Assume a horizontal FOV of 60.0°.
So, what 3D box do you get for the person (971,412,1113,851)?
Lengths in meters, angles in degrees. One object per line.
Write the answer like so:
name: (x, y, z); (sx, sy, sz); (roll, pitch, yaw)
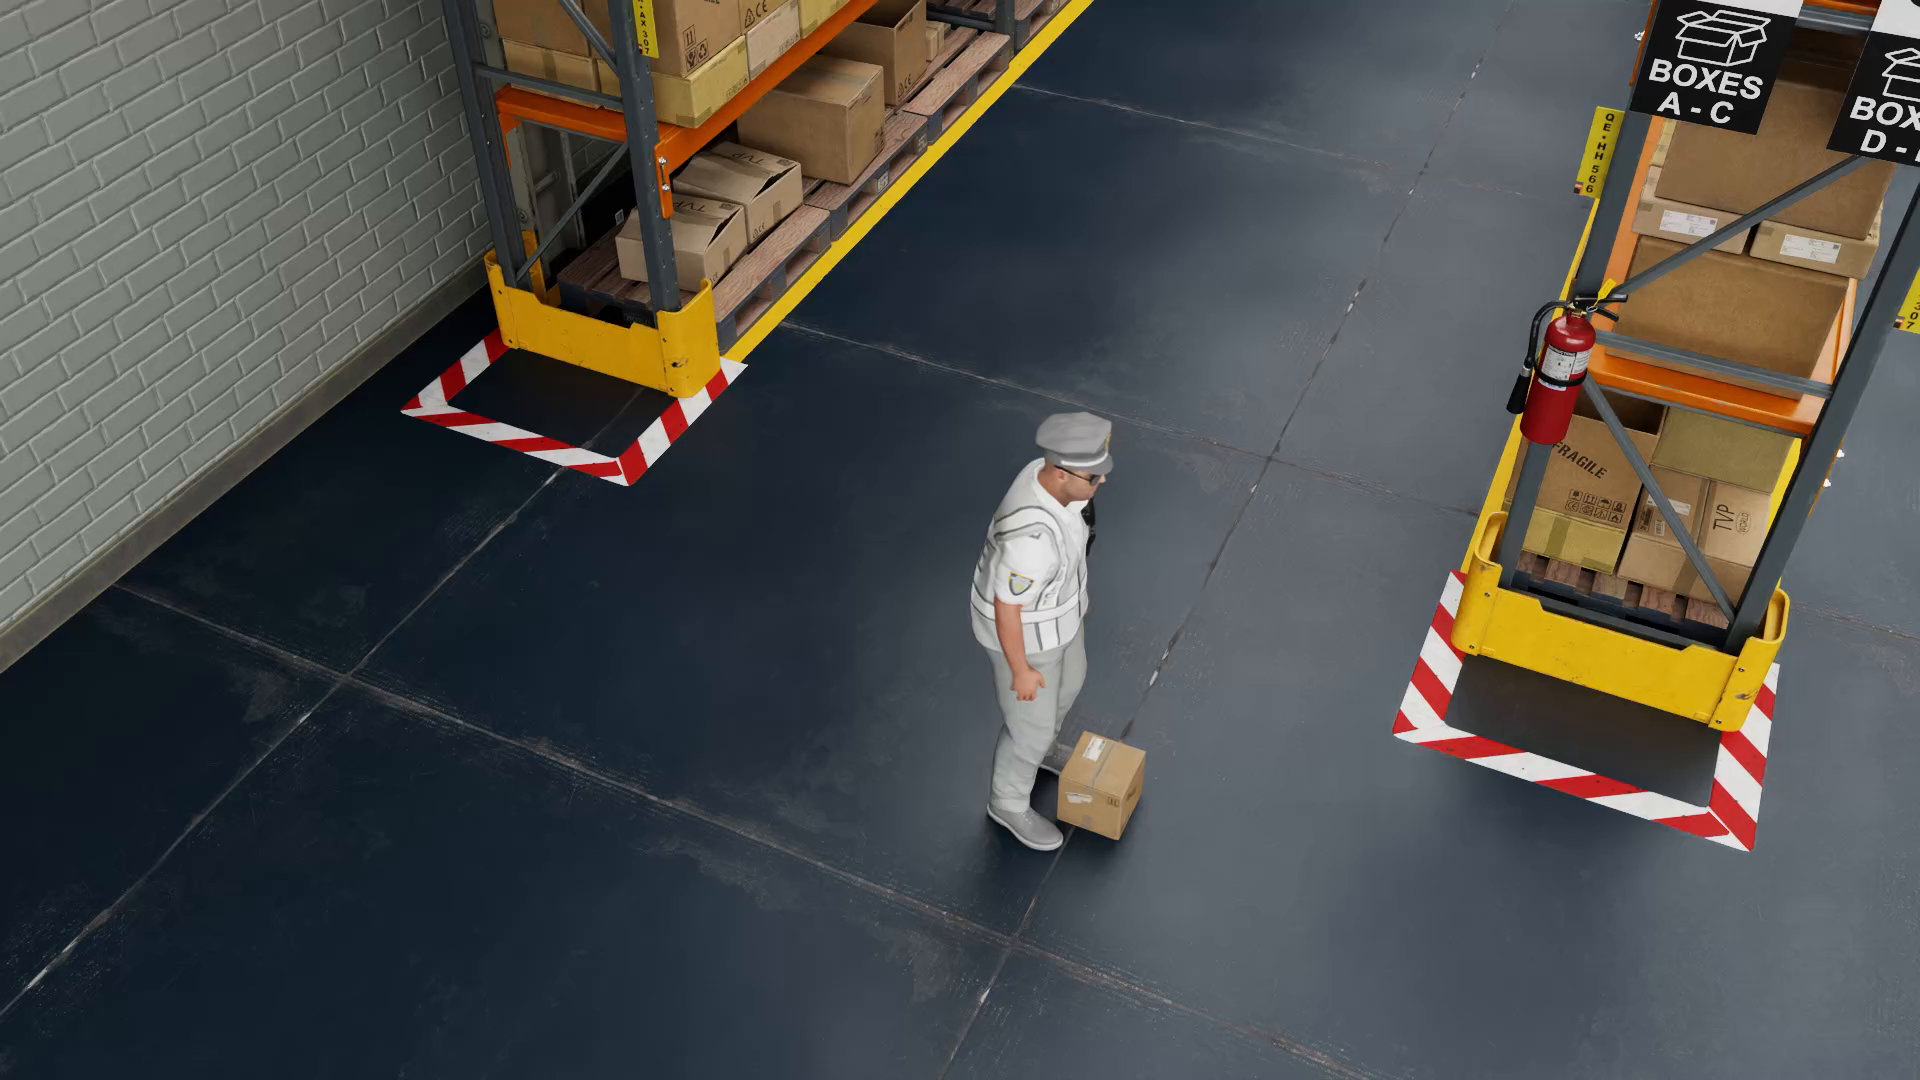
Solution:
person: (0.274, 0.293, 5.837); (0.436, 1.731, 0.590); (15, 44, 17)
